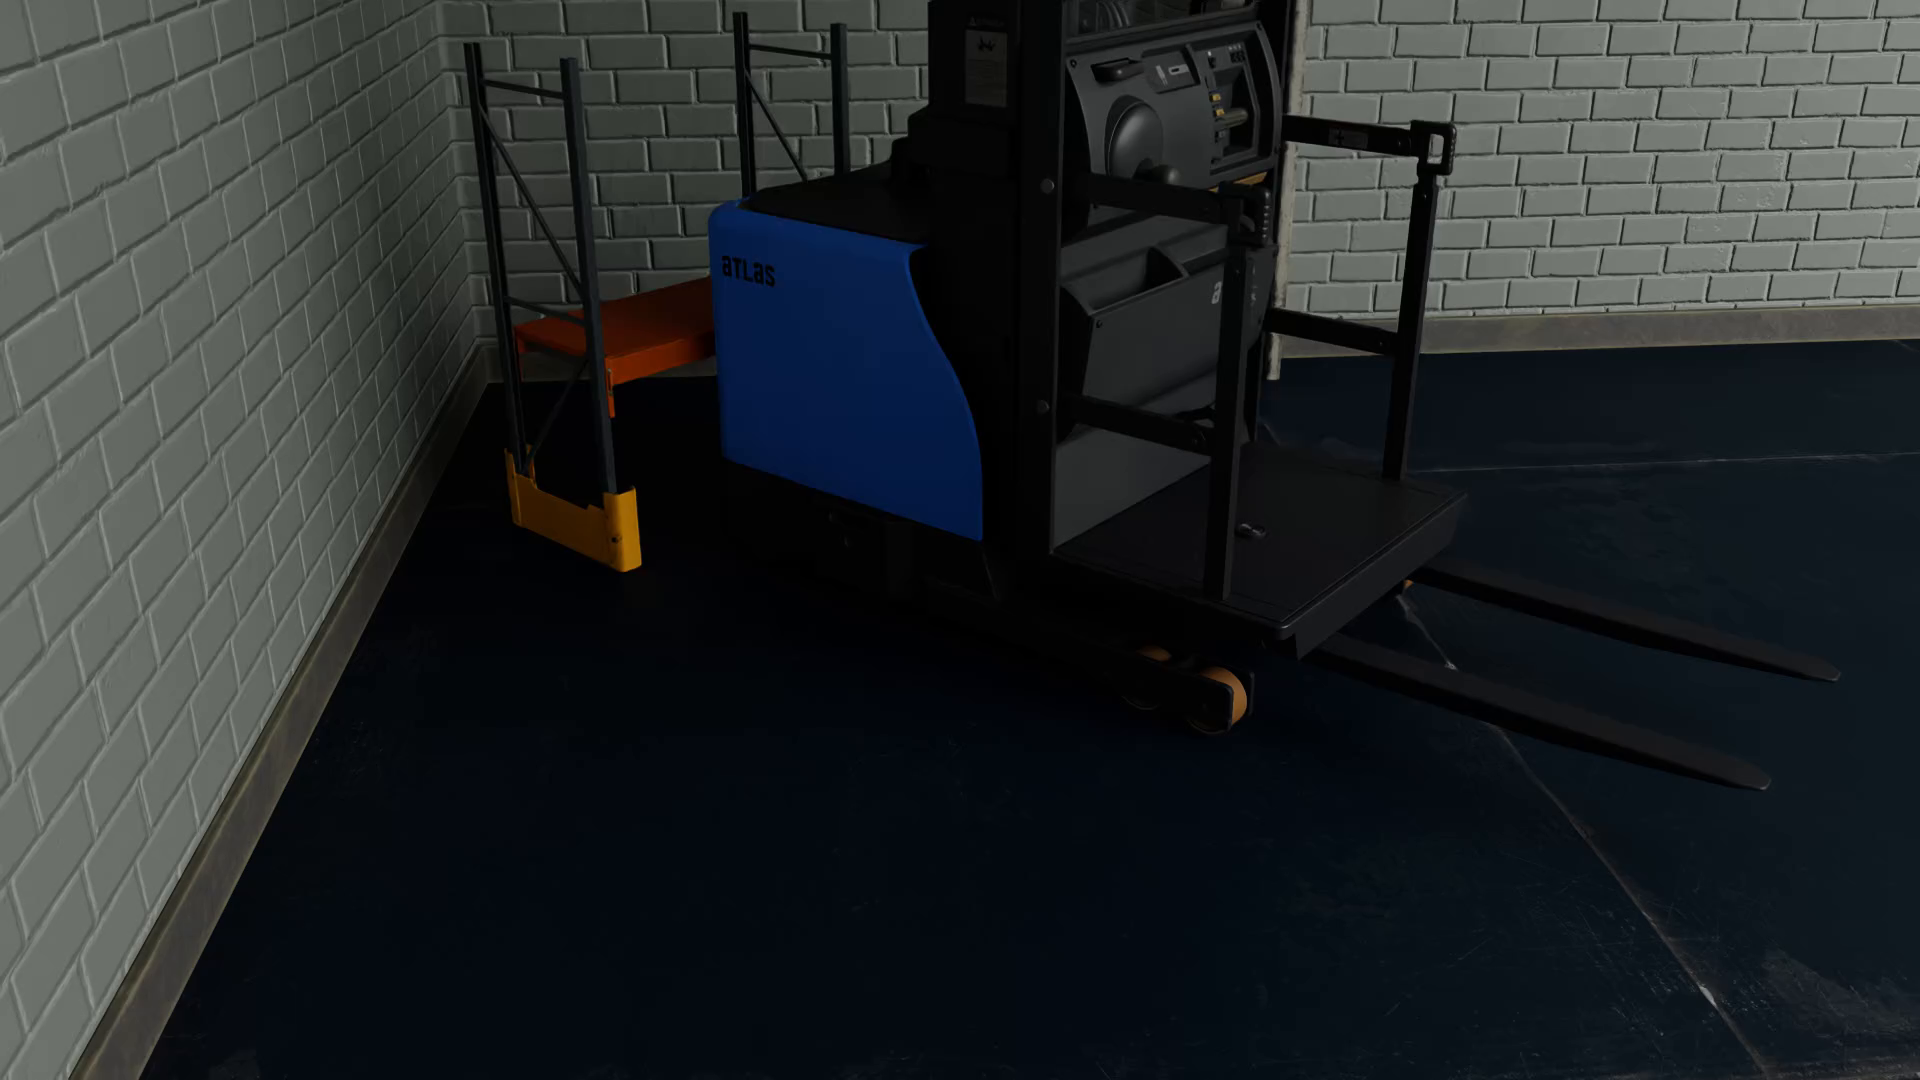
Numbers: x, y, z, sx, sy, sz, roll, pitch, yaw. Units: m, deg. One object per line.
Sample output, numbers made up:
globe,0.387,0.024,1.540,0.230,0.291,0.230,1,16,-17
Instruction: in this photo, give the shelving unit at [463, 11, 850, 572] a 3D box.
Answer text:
shelving unit,-0.880,-0.829,5.269,0.587,1.500,1.083,20,31,37

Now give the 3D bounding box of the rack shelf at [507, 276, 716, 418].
rack shelf,-0.886,-0.662,5.336,0.538,0.185,1.000,20,31,37

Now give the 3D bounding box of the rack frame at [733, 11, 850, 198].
rack frame,-0.549,-0.981,5.611,0.500,1.500,0.032,20,31,37

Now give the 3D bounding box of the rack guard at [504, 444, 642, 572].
rack guard,-1.210,-0.107,5.182,0.587,0.250,0.087,20,31,37

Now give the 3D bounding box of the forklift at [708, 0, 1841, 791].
forklift,0.725,-1.097,4.110,3.031,2.935,1.130,18,30,35

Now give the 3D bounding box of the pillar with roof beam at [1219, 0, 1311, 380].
pillar with roof beam,1.500,-3.073,1.084,0.400,9.000,9.100,-2,24,-5

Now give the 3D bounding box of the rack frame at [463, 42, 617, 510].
rack frame,-1.223,-0.672,4.915,0.500,1.500,0.032,20,31,37
